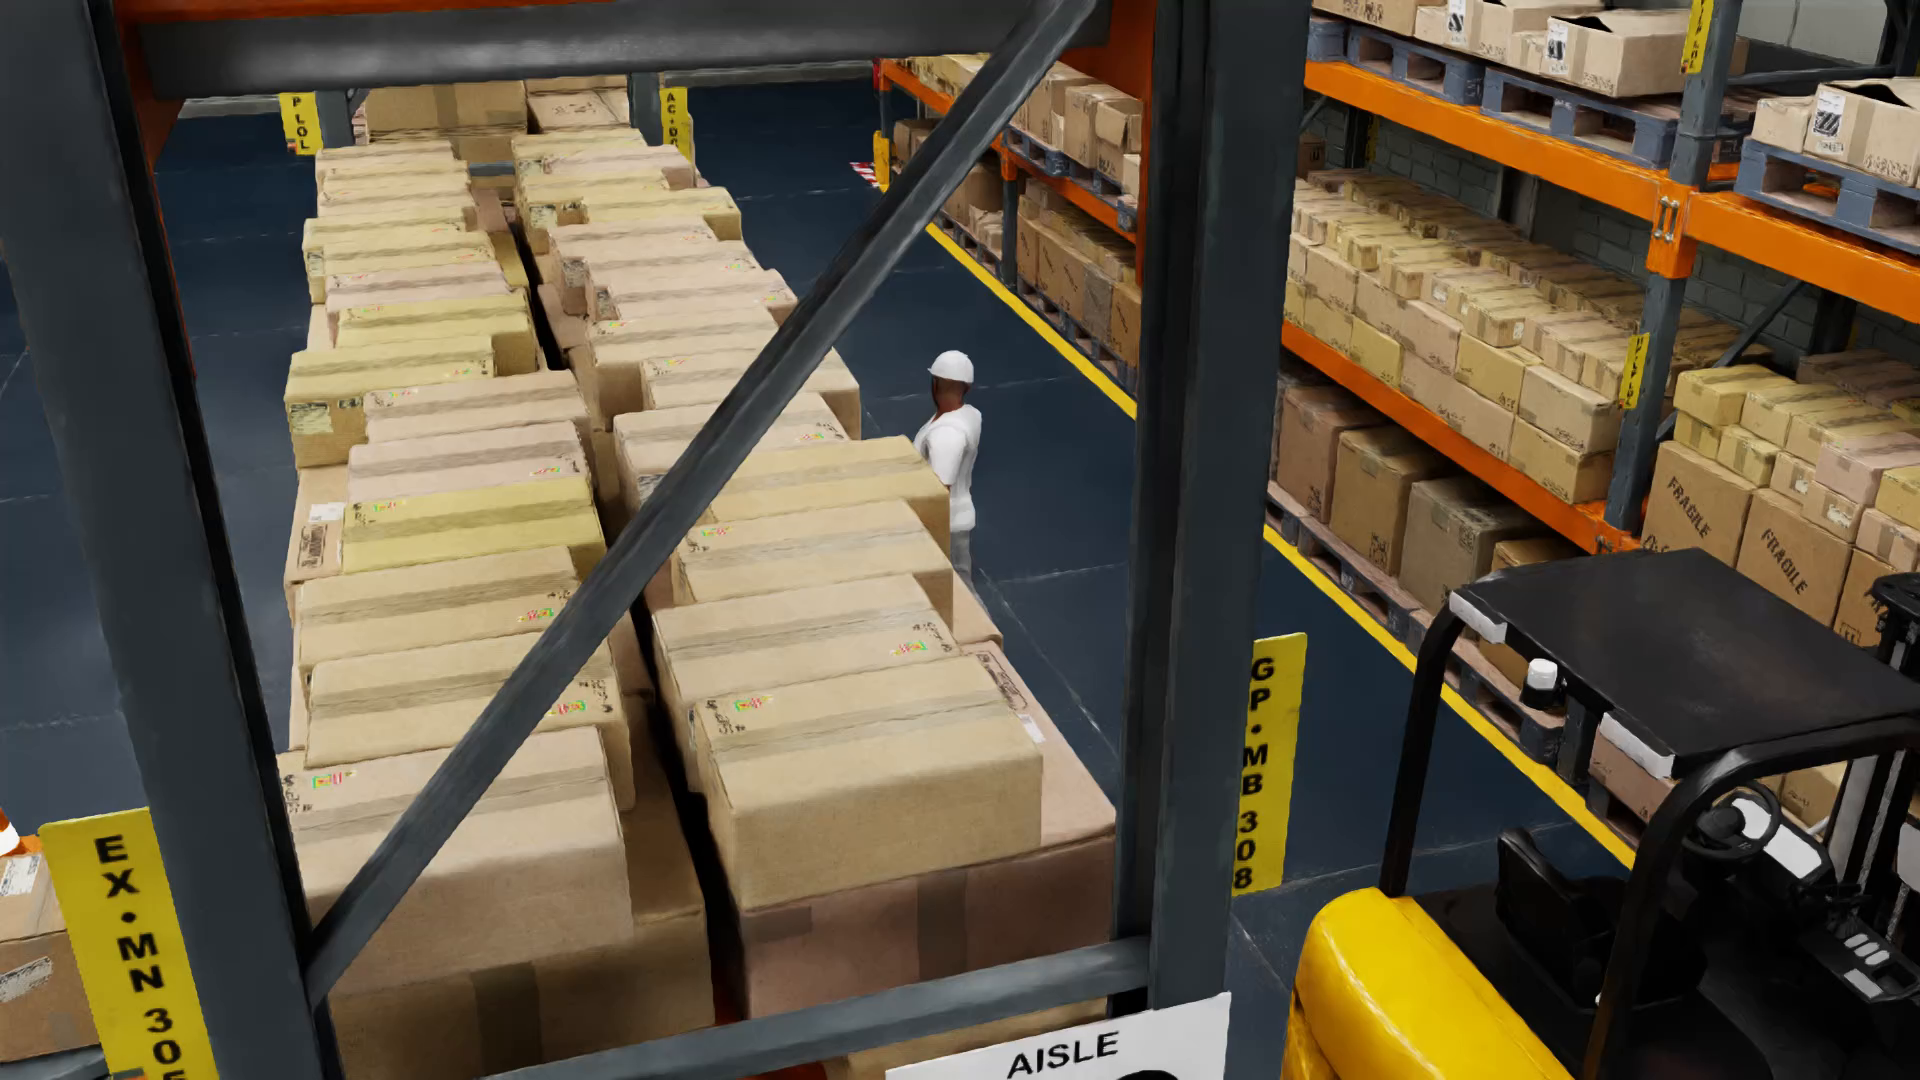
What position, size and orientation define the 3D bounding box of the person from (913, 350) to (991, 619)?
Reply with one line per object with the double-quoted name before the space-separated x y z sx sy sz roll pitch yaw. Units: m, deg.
"person" -0.122 -0.082 8.272 0.679 1.737 0.613 -2 26 -5
